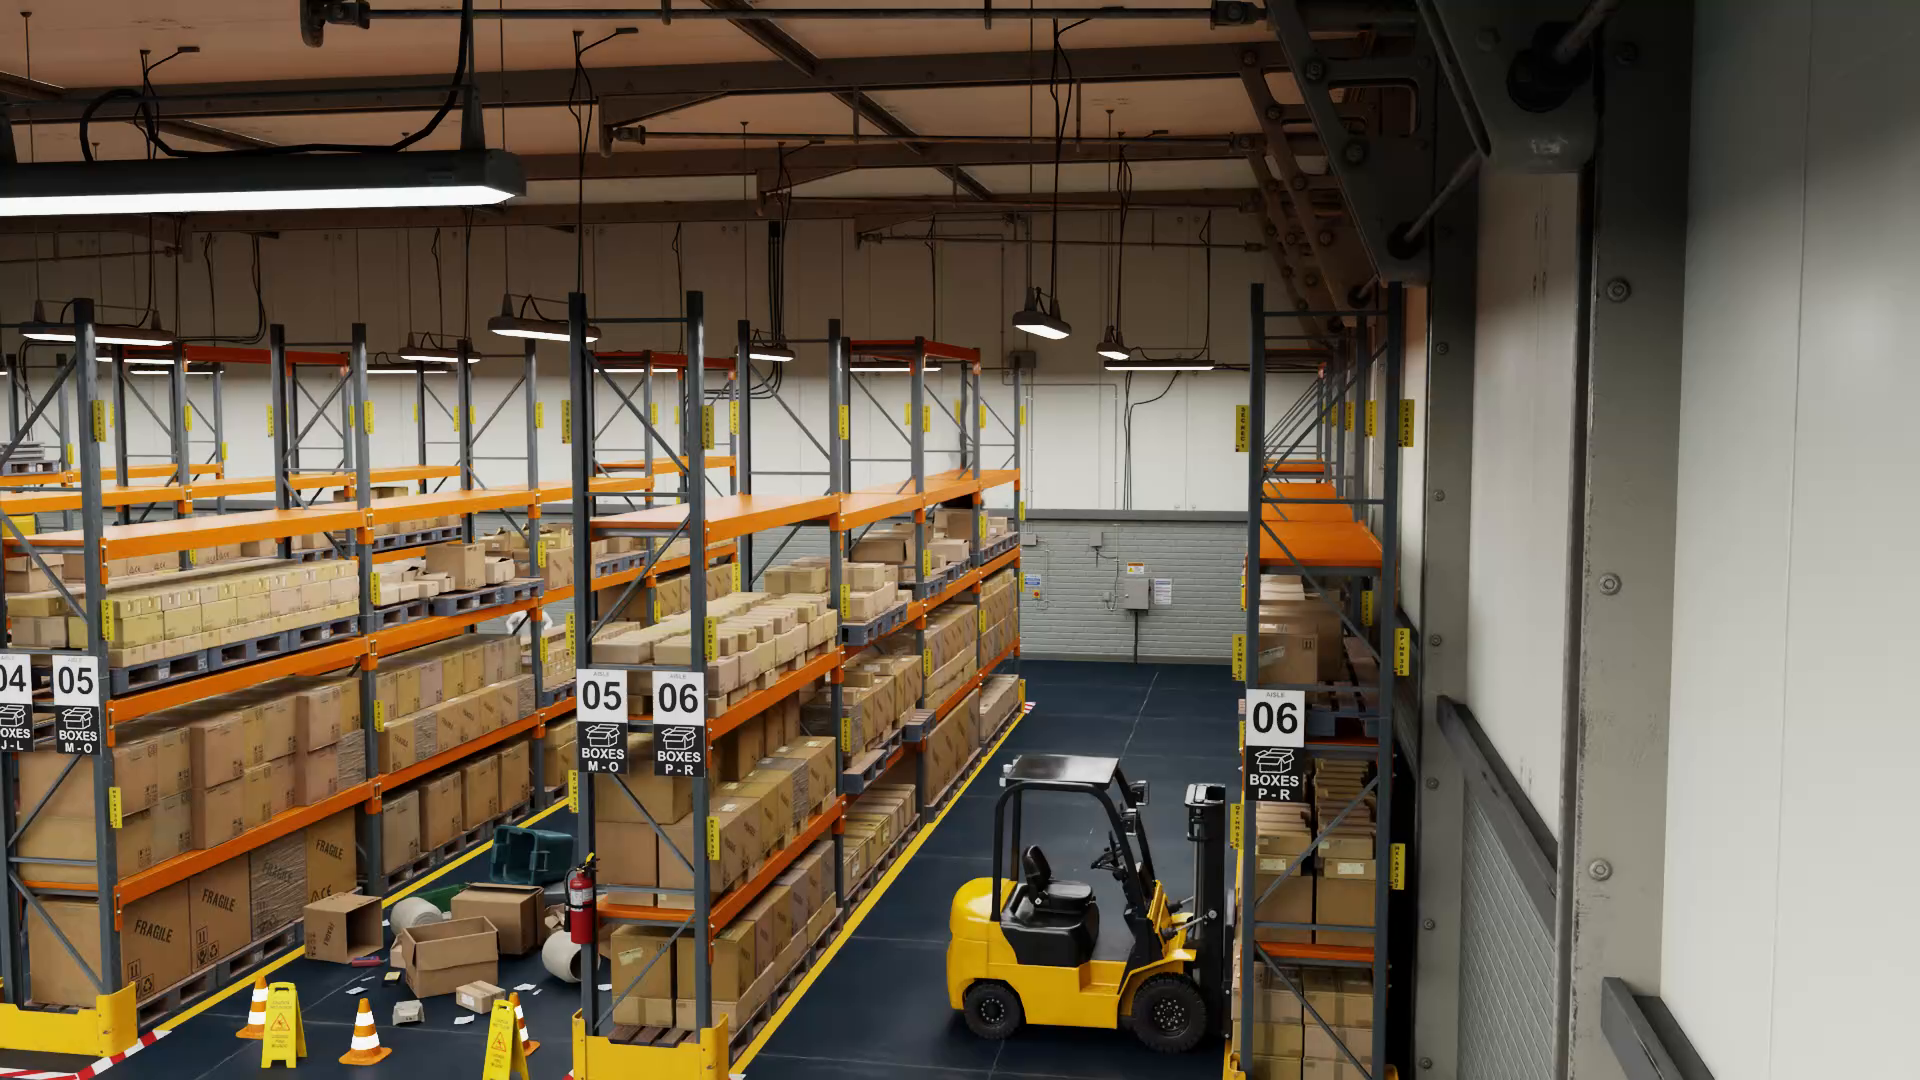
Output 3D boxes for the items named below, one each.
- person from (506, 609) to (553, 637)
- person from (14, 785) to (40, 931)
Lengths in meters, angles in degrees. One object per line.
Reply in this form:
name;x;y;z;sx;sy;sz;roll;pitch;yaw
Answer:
person;-7.797;1.895;30.337;0.836;1.739;0.760;-3;5;-30
person;-9.050;3.098;16.044;0.537;1.606;0.908;-1;5;-9
